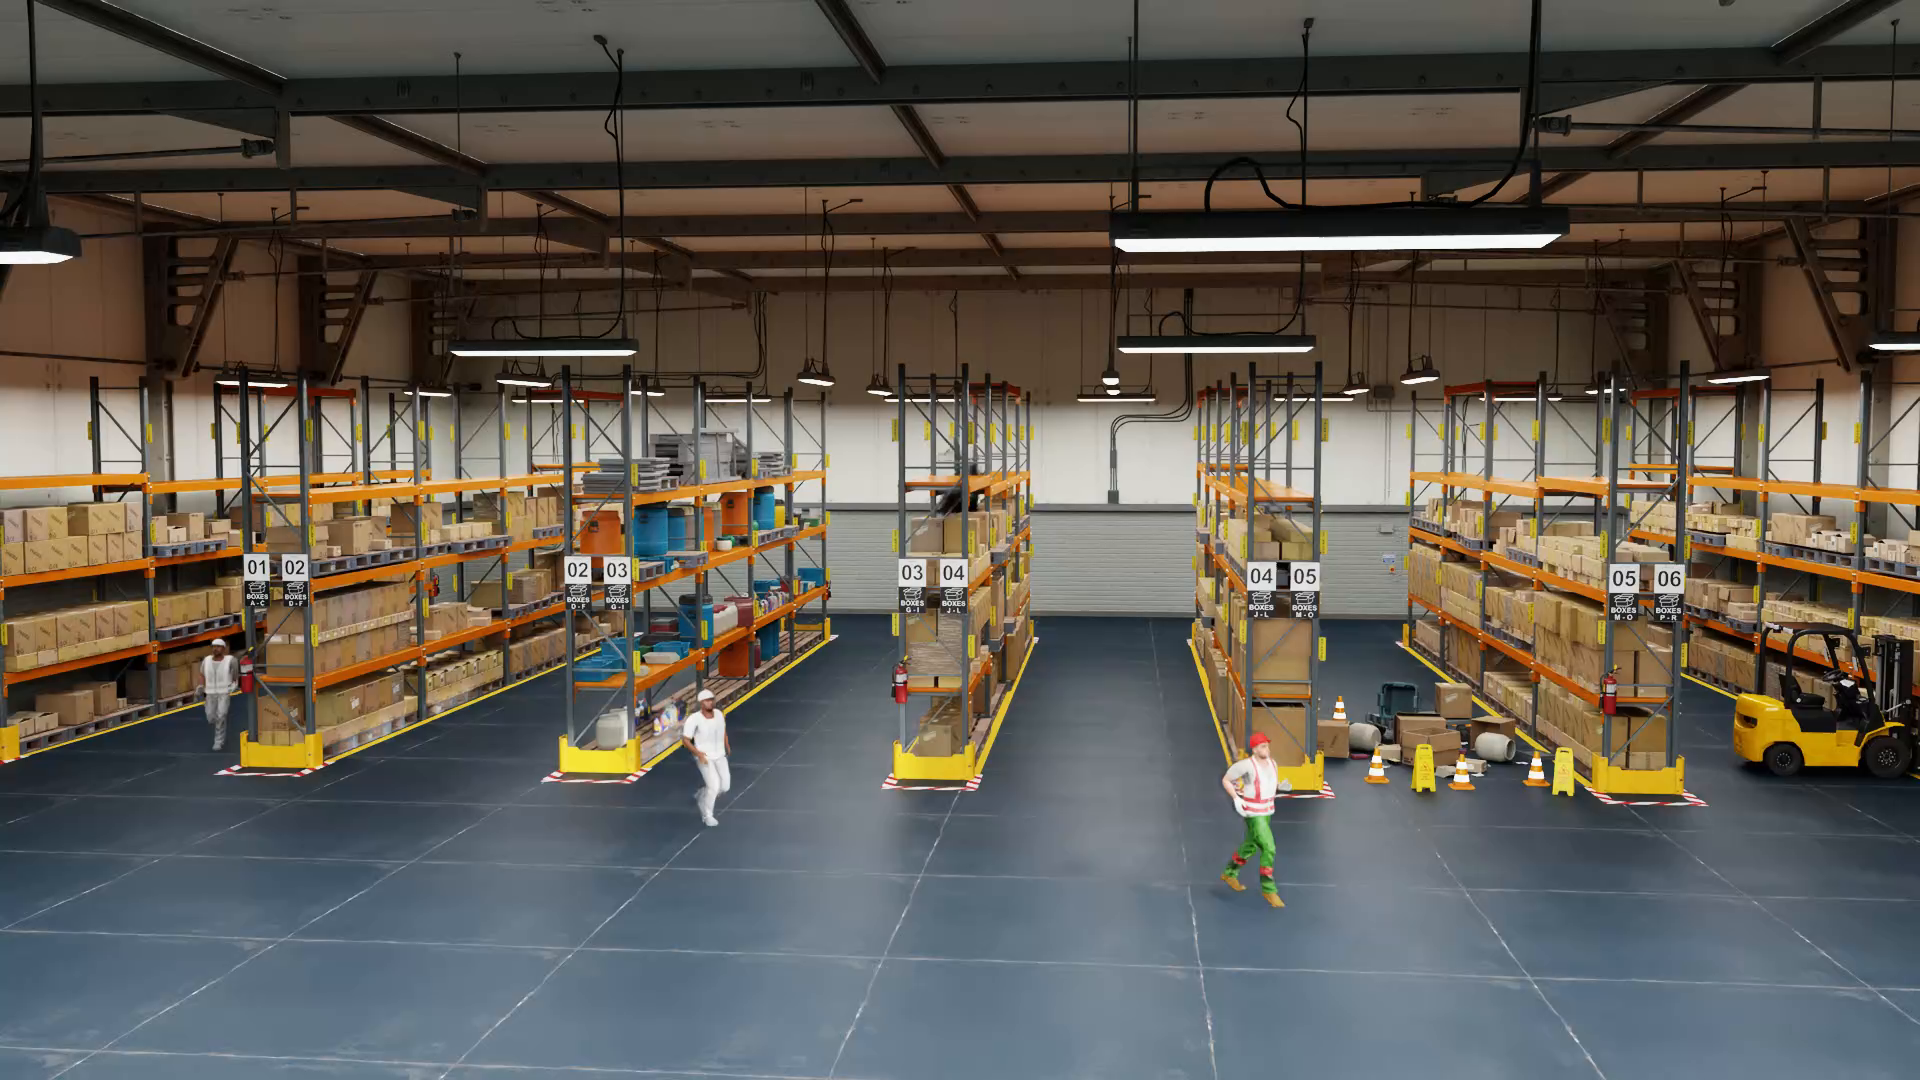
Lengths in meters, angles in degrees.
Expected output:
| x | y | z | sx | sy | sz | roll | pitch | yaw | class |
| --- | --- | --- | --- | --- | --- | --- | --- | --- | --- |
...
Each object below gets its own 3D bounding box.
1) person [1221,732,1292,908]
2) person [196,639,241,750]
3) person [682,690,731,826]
| x | y | z | sx | sy | sz | roll | pitch | yaw | class |
| --- | --- | --- | --- | --- | --- | --- | --- | --- | --- |
| 3.186 | 2.965 | 17.845 | 0.845 | 1.839 | 0.623 | 3 | 5 | 43 | person |
| -11.799 | 2.440 | 26.543 | 0.693 | 1.744 | 0.716 | 0 | 4 | -6 | person |
| -3.232 | 2.776 | 21.329 | 0.546 | 1.729 | 0.698 | 3 | 5 | 43 | person |
